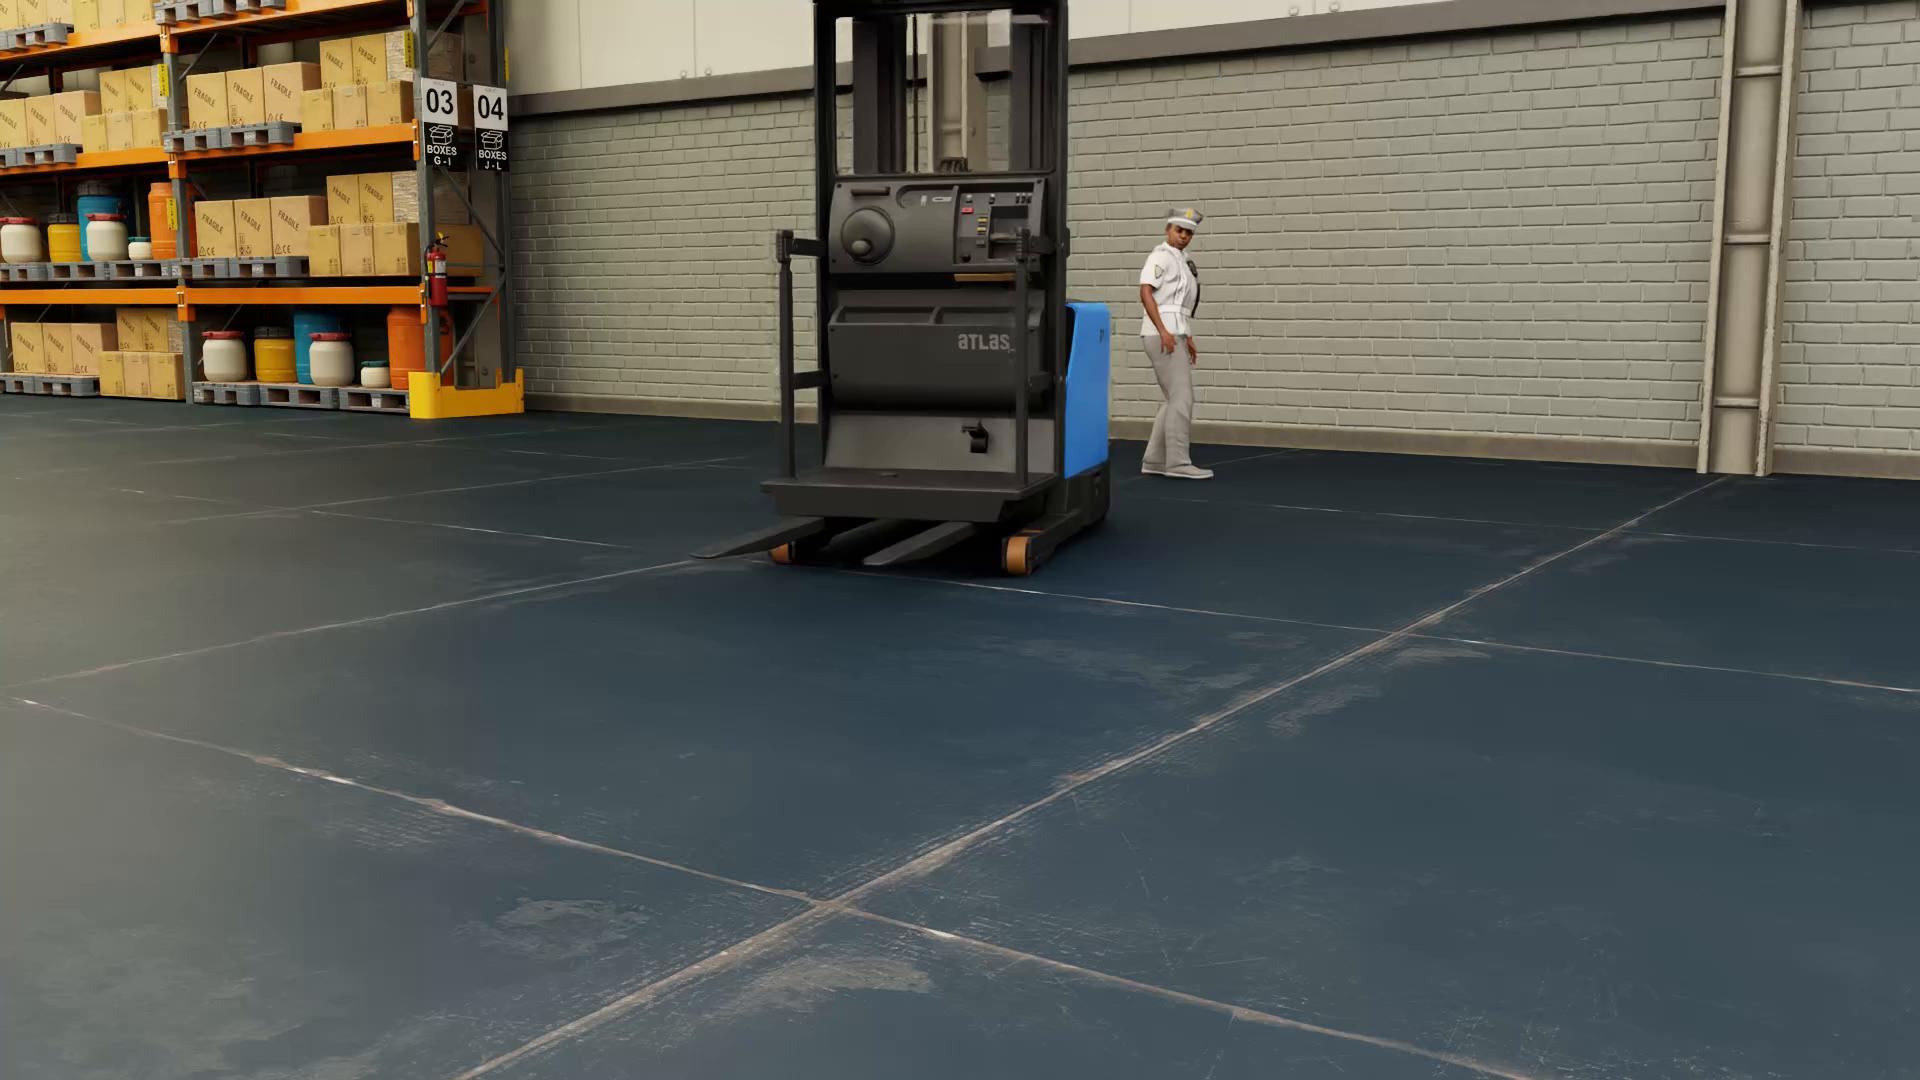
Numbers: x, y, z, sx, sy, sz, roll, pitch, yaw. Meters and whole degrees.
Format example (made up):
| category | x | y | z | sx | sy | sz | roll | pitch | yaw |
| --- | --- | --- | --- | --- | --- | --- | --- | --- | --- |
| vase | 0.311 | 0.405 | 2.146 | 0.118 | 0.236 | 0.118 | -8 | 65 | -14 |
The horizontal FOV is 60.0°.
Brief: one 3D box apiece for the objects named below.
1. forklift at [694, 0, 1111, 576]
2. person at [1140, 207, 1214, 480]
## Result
| category | x | y | z | sx | sy | sz | roll | pitch | yaw |
| --- | --- | --- | --- | --- | --- | --- | --- | --- | --- |
| forklift | -0.159 | -1.367 | 6.809 | 1.130 | 2.935 | 3.031 | 2 | 8 | 16 |
| person | 1.362 | -1.217 | 10.299 | 0.482 | 1.656 | 0.663 | 2 | 8 | 15 |
